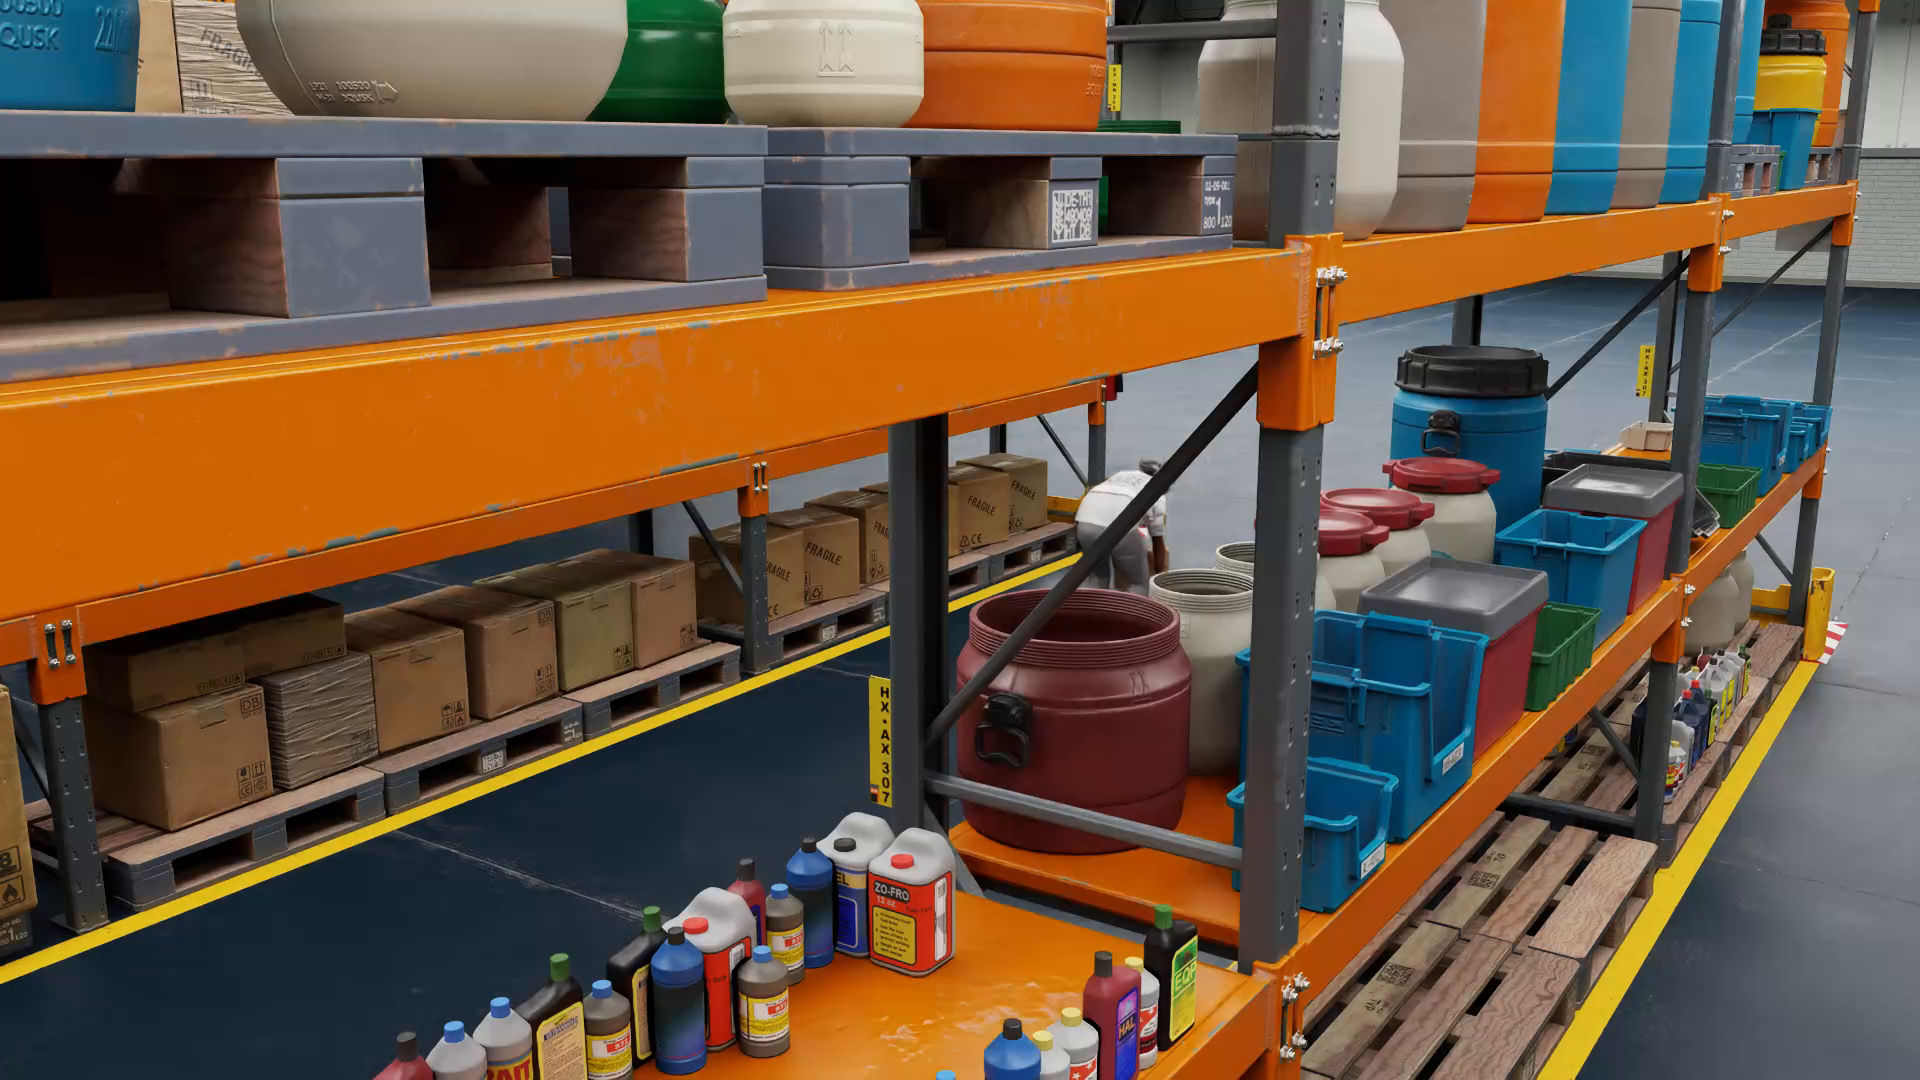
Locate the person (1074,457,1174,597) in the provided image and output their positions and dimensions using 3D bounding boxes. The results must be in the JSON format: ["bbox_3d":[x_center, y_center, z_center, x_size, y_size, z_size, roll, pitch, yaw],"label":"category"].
[{"bbox_3d":[1.039,0.105,10.196,0.420,1.142,0.938,8,15,31],"label":"person"}]
